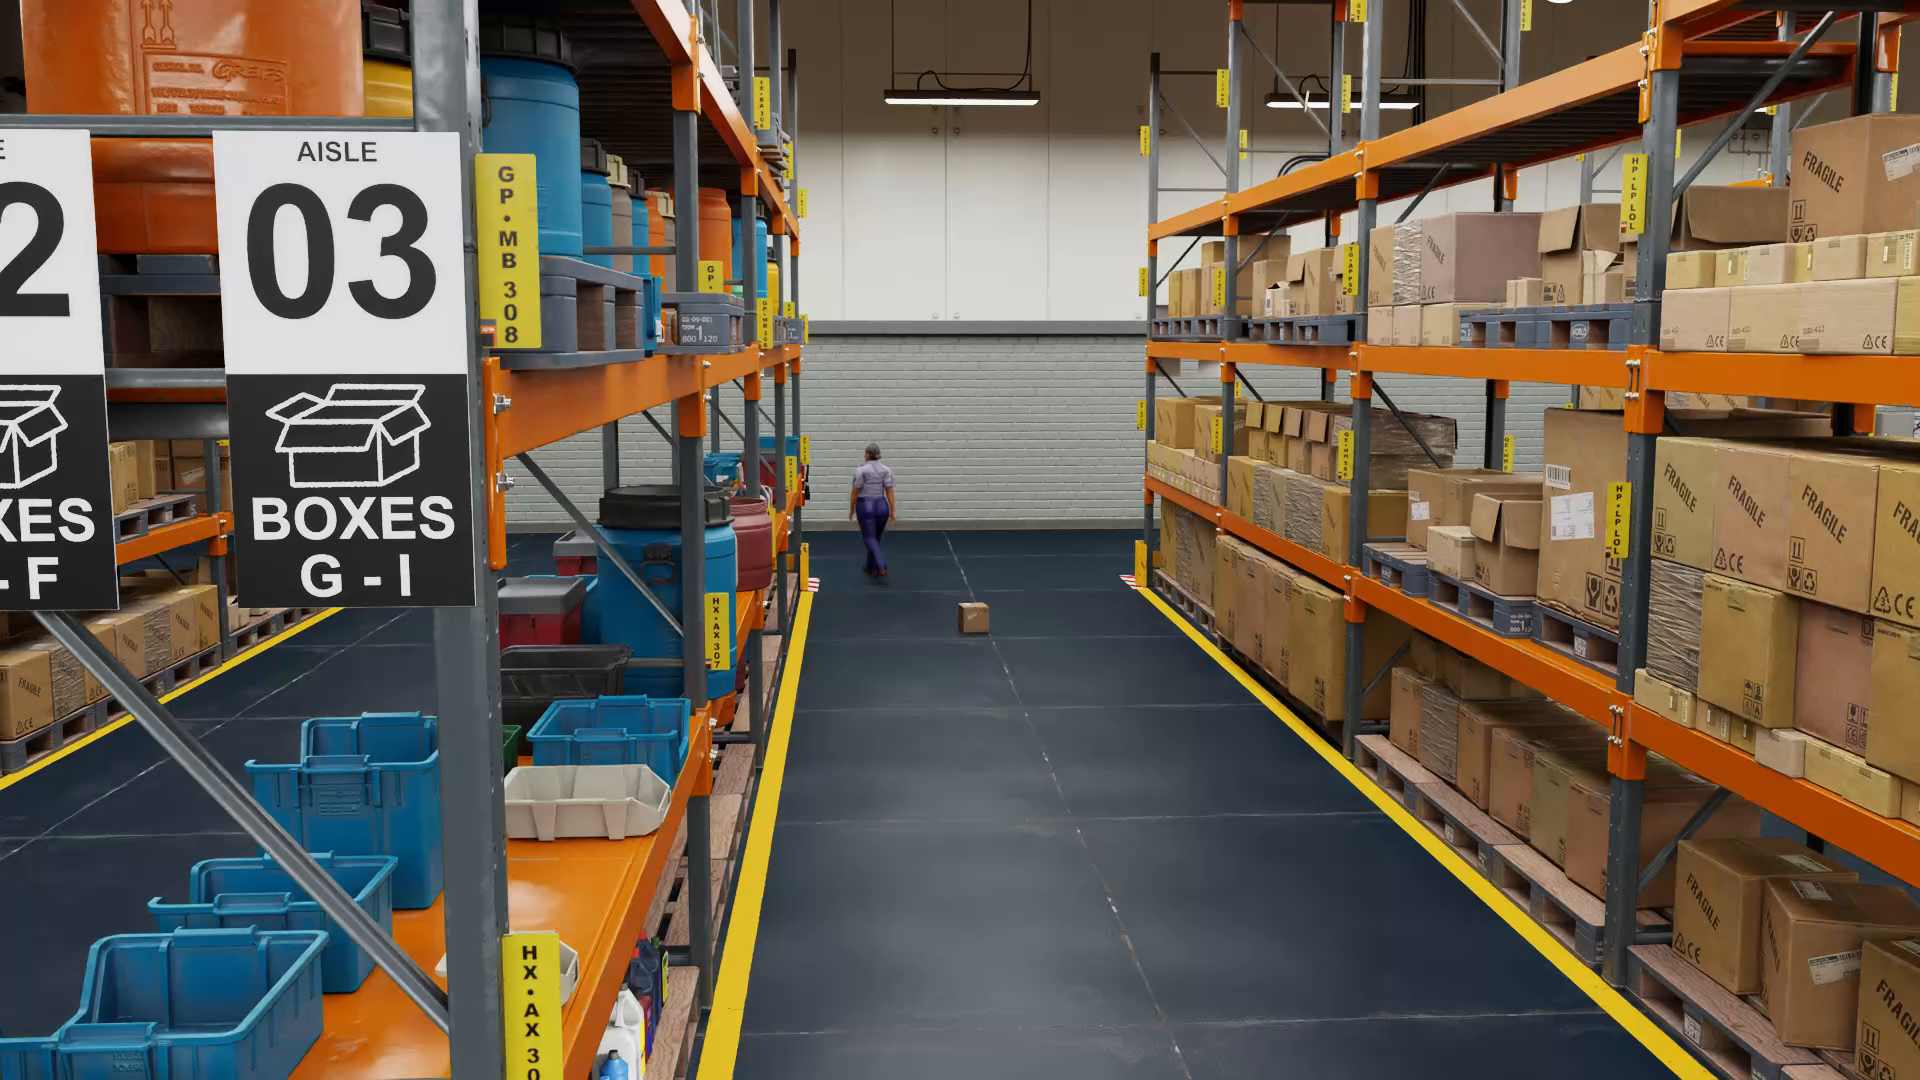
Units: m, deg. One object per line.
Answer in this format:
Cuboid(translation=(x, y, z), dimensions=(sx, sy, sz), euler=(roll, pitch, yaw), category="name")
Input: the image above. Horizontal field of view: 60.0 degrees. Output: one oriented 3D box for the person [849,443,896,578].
Cuboid(translation=(-1.059, -0.349, 19.668), dimensions=(0.512, 1.598, 0.978), euler=(-4, 8, -28), category="person")
